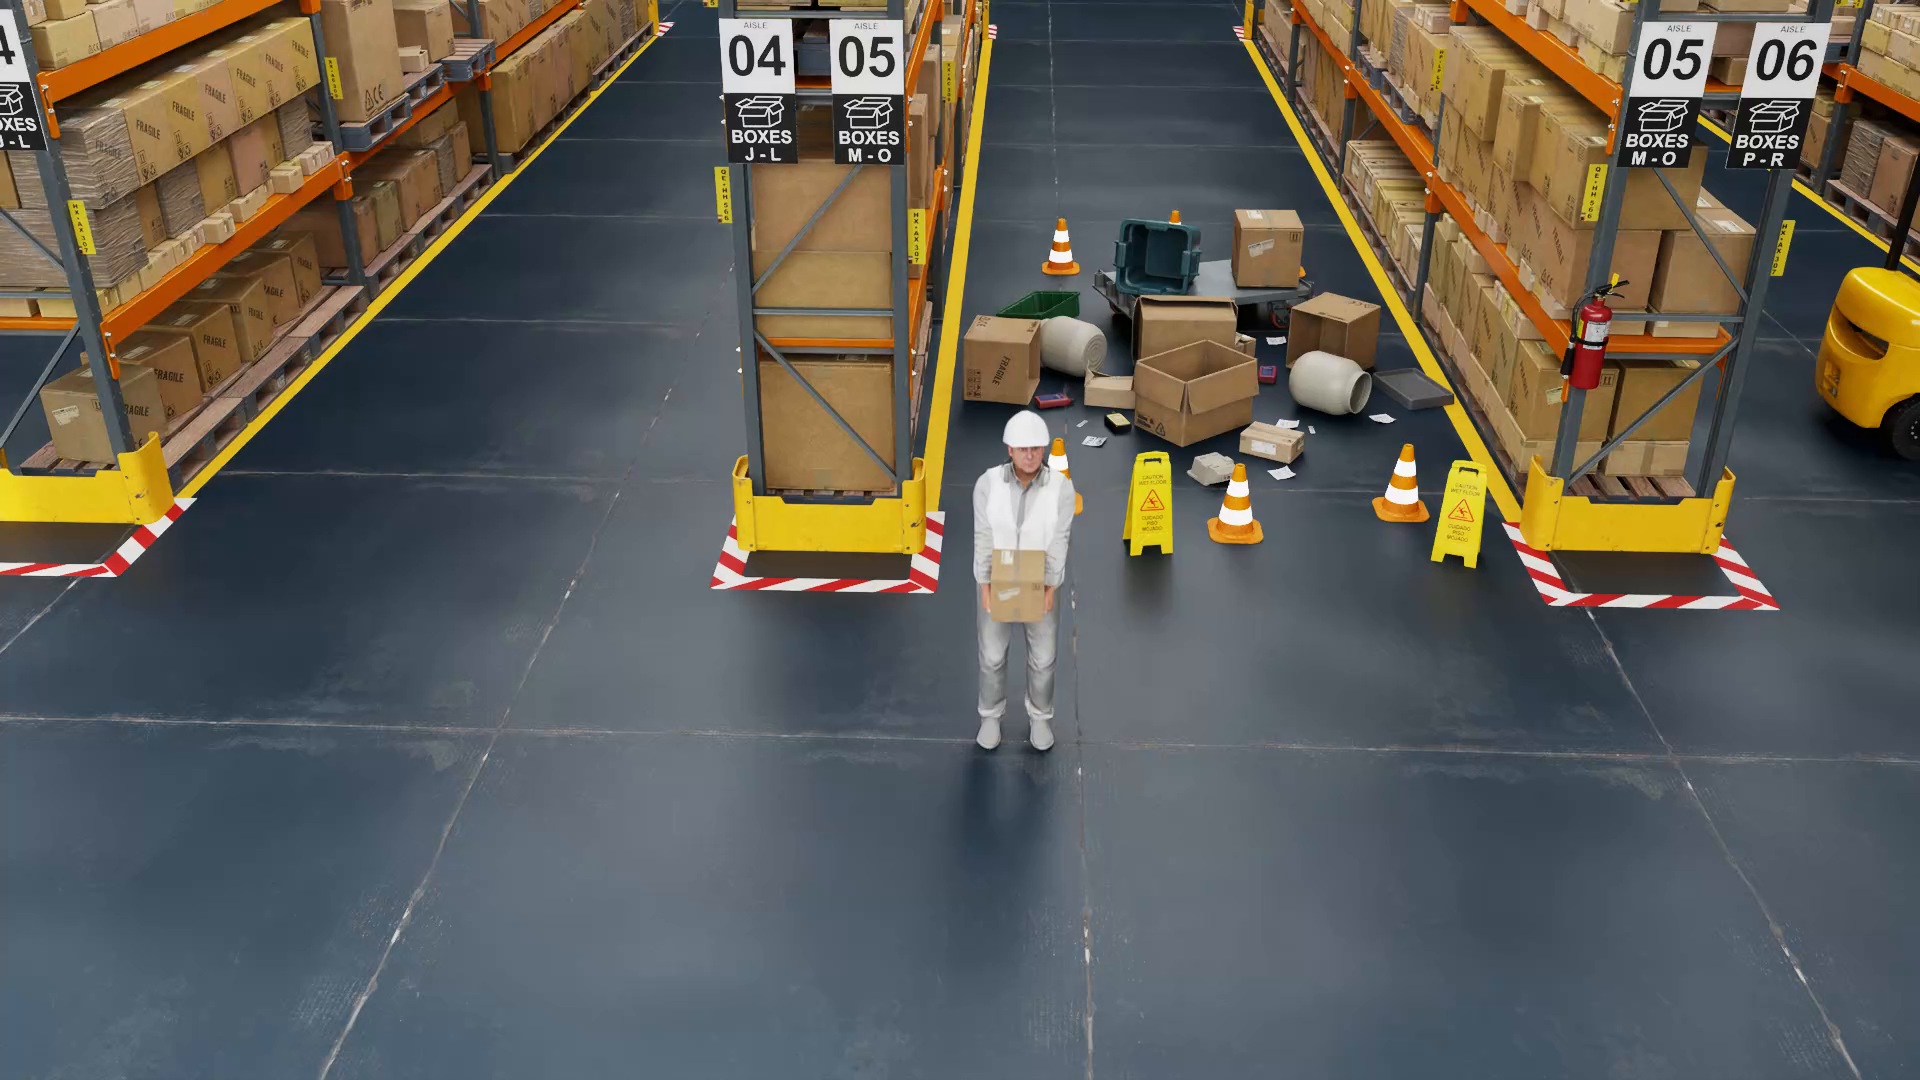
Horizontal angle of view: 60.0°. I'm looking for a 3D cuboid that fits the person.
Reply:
[{"bbox_3d":[0.305,0.251,8.125,0.494,1.764,0.548,1,28,3],"label":"person"}]
